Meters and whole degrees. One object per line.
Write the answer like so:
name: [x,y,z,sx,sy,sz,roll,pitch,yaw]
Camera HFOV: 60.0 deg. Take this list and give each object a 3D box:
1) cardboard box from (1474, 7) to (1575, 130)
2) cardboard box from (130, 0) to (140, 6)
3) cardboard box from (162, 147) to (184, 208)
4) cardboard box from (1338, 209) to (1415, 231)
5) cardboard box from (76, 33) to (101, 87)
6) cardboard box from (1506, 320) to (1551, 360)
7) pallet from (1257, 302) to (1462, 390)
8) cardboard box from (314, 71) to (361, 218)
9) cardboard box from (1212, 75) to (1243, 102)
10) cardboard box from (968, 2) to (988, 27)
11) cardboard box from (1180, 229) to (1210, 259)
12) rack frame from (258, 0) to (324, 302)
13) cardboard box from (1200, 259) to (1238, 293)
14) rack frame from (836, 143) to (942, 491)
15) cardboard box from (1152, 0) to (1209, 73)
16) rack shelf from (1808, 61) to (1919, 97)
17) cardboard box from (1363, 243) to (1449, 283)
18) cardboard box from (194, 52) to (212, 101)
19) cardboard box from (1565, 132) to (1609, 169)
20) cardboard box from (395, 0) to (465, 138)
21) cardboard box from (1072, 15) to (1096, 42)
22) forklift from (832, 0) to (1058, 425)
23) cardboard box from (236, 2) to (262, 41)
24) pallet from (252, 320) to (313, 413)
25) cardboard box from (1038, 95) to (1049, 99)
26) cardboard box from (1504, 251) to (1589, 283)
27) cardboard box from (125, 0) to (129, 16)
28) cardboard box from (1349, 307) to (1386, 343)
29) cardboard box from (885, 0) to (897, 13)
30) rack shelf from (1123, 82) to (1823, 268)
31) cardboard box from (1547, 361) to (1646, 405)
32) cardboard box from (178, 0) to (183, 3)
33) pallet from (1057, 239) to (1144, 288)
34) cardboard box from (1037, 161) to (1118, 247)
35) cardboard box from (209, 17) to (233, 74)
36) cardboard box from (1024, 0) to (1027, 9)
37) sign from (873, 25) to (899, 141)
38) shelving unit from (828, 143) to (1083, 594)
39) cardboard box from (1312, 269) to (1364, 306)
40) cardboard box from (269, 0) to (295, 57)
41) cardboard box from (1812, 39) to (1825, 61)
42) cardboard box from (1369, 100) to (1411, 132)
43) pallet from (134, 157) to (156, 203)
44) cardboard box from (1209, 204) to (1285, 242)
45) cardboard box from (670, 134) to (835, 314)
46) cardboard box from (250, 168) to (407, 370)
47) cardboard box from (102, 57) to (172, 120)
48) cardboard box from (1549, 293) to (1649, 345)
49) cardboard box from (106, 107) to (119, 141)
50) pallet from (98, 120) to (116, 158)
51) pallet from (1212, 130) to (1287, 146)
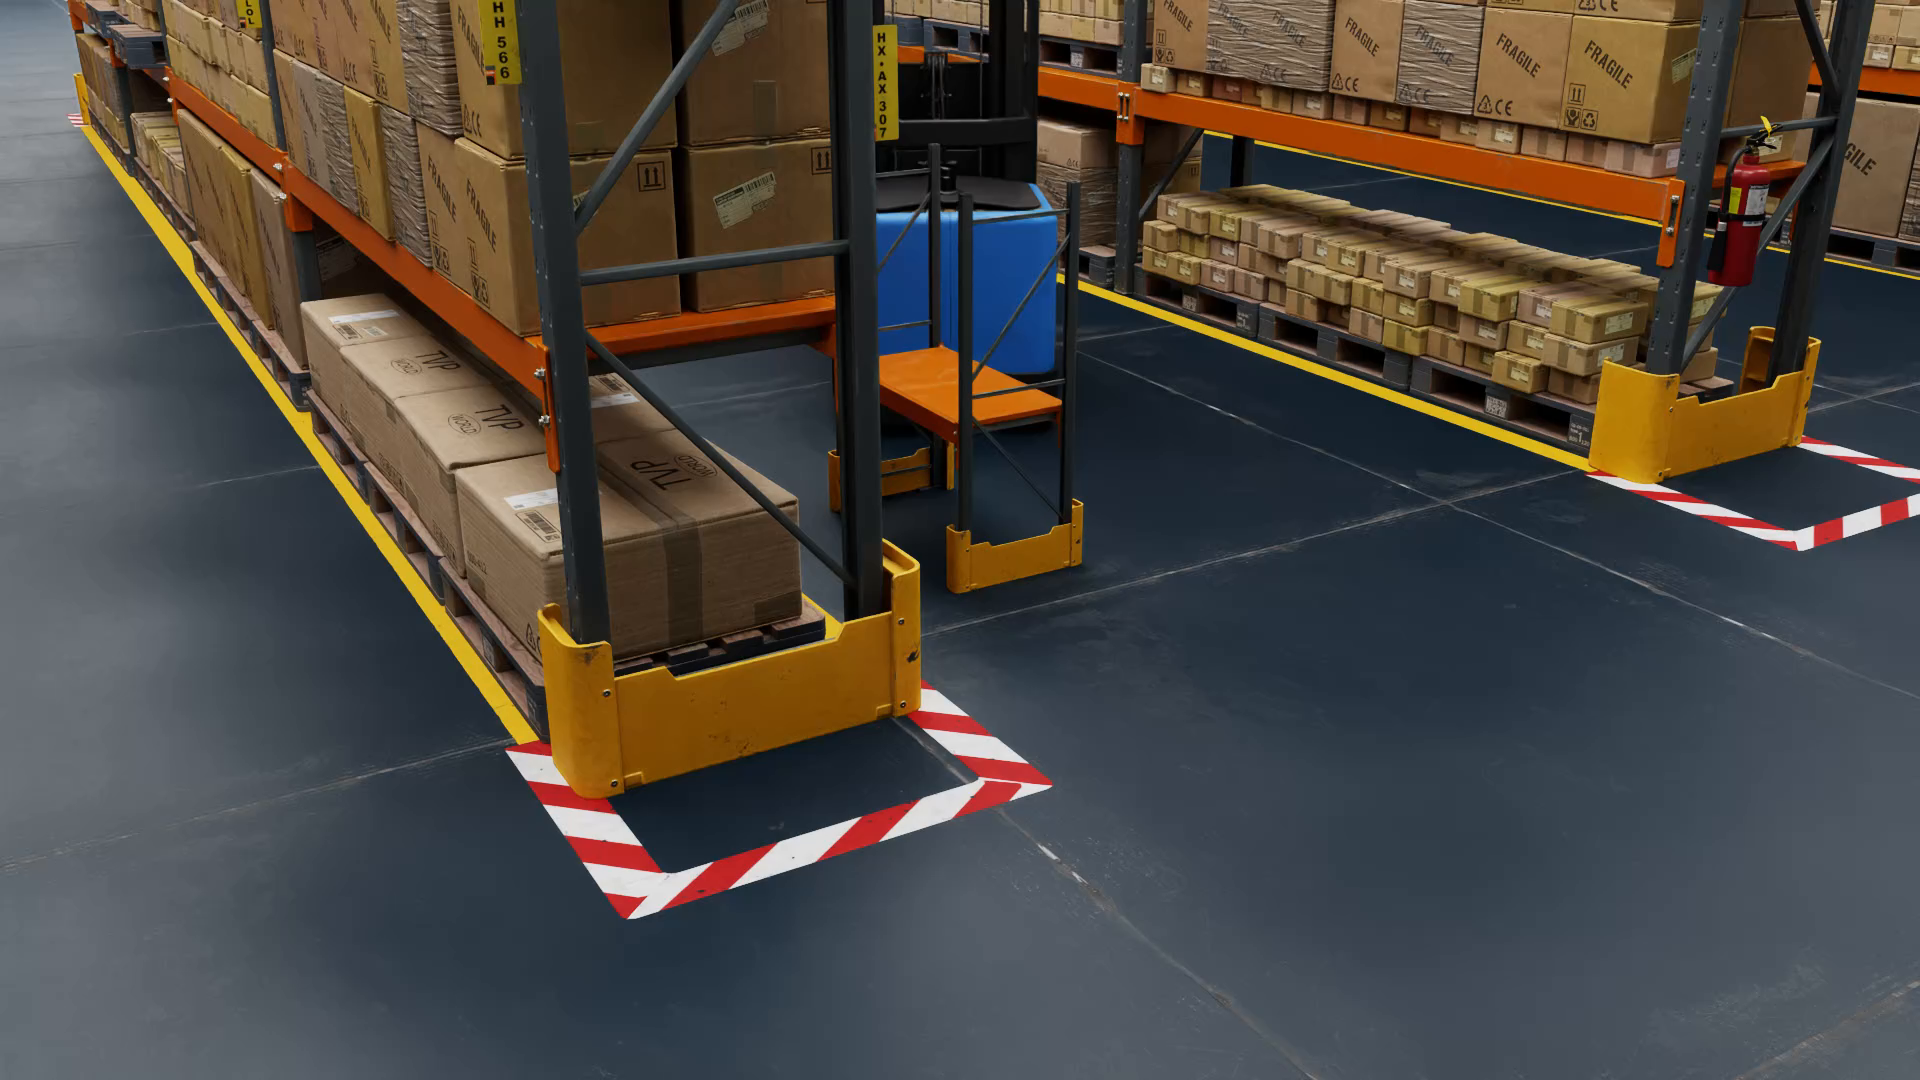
cardboard box: [2.788,-2.221,7.763,0.500,0.500,0.500,-13,26,-29]
cardboard box: [-5.537,-4.015,11.621,0.500,0.500,0.500,-13,26,-29]
cardboard box: [-5.456,-2.777,12.592,0.950,0.372,0.625,-13,26,-29]
cardboard box: [2.441,-1.829,9.765,0.380,0.149,0.250,-14,26,-31]
cardboard box: [-8.692,-4.914,17.014,0.500,0.500,0.500,-14,26,-30]
cardboard box: [2.896,-0.995,8.110,0.380,0.149,0.250,-13,26,-29]
pallet: [2.455,-1.170,9.409,1.003,0.211,1.213,-13,25,-28]
cardboard box: [-2.233,-1.601,6.634,0.500,0.500,0.500,-12,25,-28]
cardboard box: [1.695,-2.651,9.684,0.380,0.149,0.250,-14,26,-31]
cardboard box: [0.277,-3.744,11.814,0.380,0.149,0.250,-14,26,-30]
cardboard box: [1.571,-1.836,10.177,0.380,0.149,0.250,-12,25,-28]
rack frame: [-2.749,-2.083,7.952,1.000,3.000,0.127,-13,25,-28]
cardboard box: [1.672,-1.605,10.005,0.380,0.149,0.250,-13,25,-28]
rack frame: [-0.303,-0.887,7.002,0.500,1.500,0.032,-13,25,-28]
cardboard box: [1.491,-3.043,9.786,0.500,0.500,0.500,-13,26,-29]
rack shelf: [6.792,-3.008,11.184,1.077,0.370,4.000,-13,25,-28]
cardboard box: [2.387,-1.475,8.896,0.380,0.149,0.250,-14,26,-30]
cardboard box: [-4.218,-2.768,9.836,0.500,0.250,0.500,-12,25,-27]
cardboard box: [2.994,-1.795,7.578,0.380,0.149,0.250,-13,25,-28]
cardboard box: [-1.449,-1.571,5.233,0.500,0.500,0.500,-13,25,-28]
cardboard box: [0.948,-3.320,10.772,0.380,0.149,0.250,-12,25,-28]
forklift: [-0.158,-2.421,8.876,1.130,2.935,3.031,-2,22,-4]
cardboard box: [-3.193,-2.689,7.982,0.500,0.500,0.500,-12,25,-27]
pallet: [-3.208,-1.026,9.056,1.003,0.211,1.213,-13,25,-28]
cardboard box: [0.500,-3.246,12.581,0.500,0.250,0.500,-12,25,-27]
cardboard box: [3.062,-1.394,8.695,0.380,0.149,0.250,-14,26,-31]
cardboard box: [-6.022,-4.003,12.452,0.380,0.149,0.250,-14,26,-30]
cardboard box: [2.327,-1.183,8.967,0.380,0.149,0.250,-12,25,-27]
cardboard box: [-0.397,-4.170,12.863,0.380,0.149,0.250,-11,25,-26]
rack shelf: [2.476,-2.087,8.918,1.077,0.370,4.000,-13,25,-28]
cardboard box: [3.050,-0.777,7.967,0.380,0.149,0.250,-12,25,-27]
cardboard box: [-4.489,-3.522,10.032,0.500,0.500,0.500,-12,25,-28]
pallet: [1.056,-2.027,11.519,1.003,0.211,1.213,-13,25,-28]
cardboard box: [0.860,-2.295,11.237,0.500,0.500,0.500,-13,26,-29]
cardboard box: [-3.715,-2.668,8.926,0.500,0.250,0.500,-12,25,-27]
cardboard box: [0.547,-3.712,11.342,0.380,0.149,0.250,-14,26,-31]
sign: [-0.226,-1.330,4.846,0.100,0.325,0.005,-13,25,-28]
shelving unit: [-0.039,-0.719,6.590,0.587,1.500,1.083,-13,25,-28]
cardboard box: [2.161,-1.404,9.115,0.380,0.149,0.250,-12,25,-28]
cardboard box: [-2.714,-2.392,7.251,0.500,0.500,0.500,-12,25,-28]
cardboard box: [6.041,-3.458,11.669,0.380,0.149,0.250,-13,26,-30]
cardboard box: [2.357,-2.224,8.634,0.380,0.149,0.250,-12,25,-27]
pallet: [-6.437,-3.129,14.229,1.003,0.211,1.213,-13,25,-28]
cardboard box: [1.714,-1.893,9.923,0.380,0.149,0.250,-13,25,-29]
cardboard box: [-0.704,-1.045,5.266,0.500,0.500,0.500,-13,25,-29]
cardboard box: [-3.135,-1.478,8.729,0.875,0.875,0.875,-12,25,-27]
cardboard box: [-7.369,-4.080,14.965,0.500,0.500,0.500,-13,25,-29]
cardboard box: [3.010,-1.045,7.837,0.380,0.149,0.250,-12,25,-28]
cardboard box: [-7.649,-3.903,15.525,0.500,0.250,0.500,-13,26,-30]
pallet: [-7.836,-3.987,16.339,1.003,0.211,1.213,-13,25,-28]
pallet: [3.329,-4.245,16.975,1.003,0.211,1.213,-13,25,-28]
